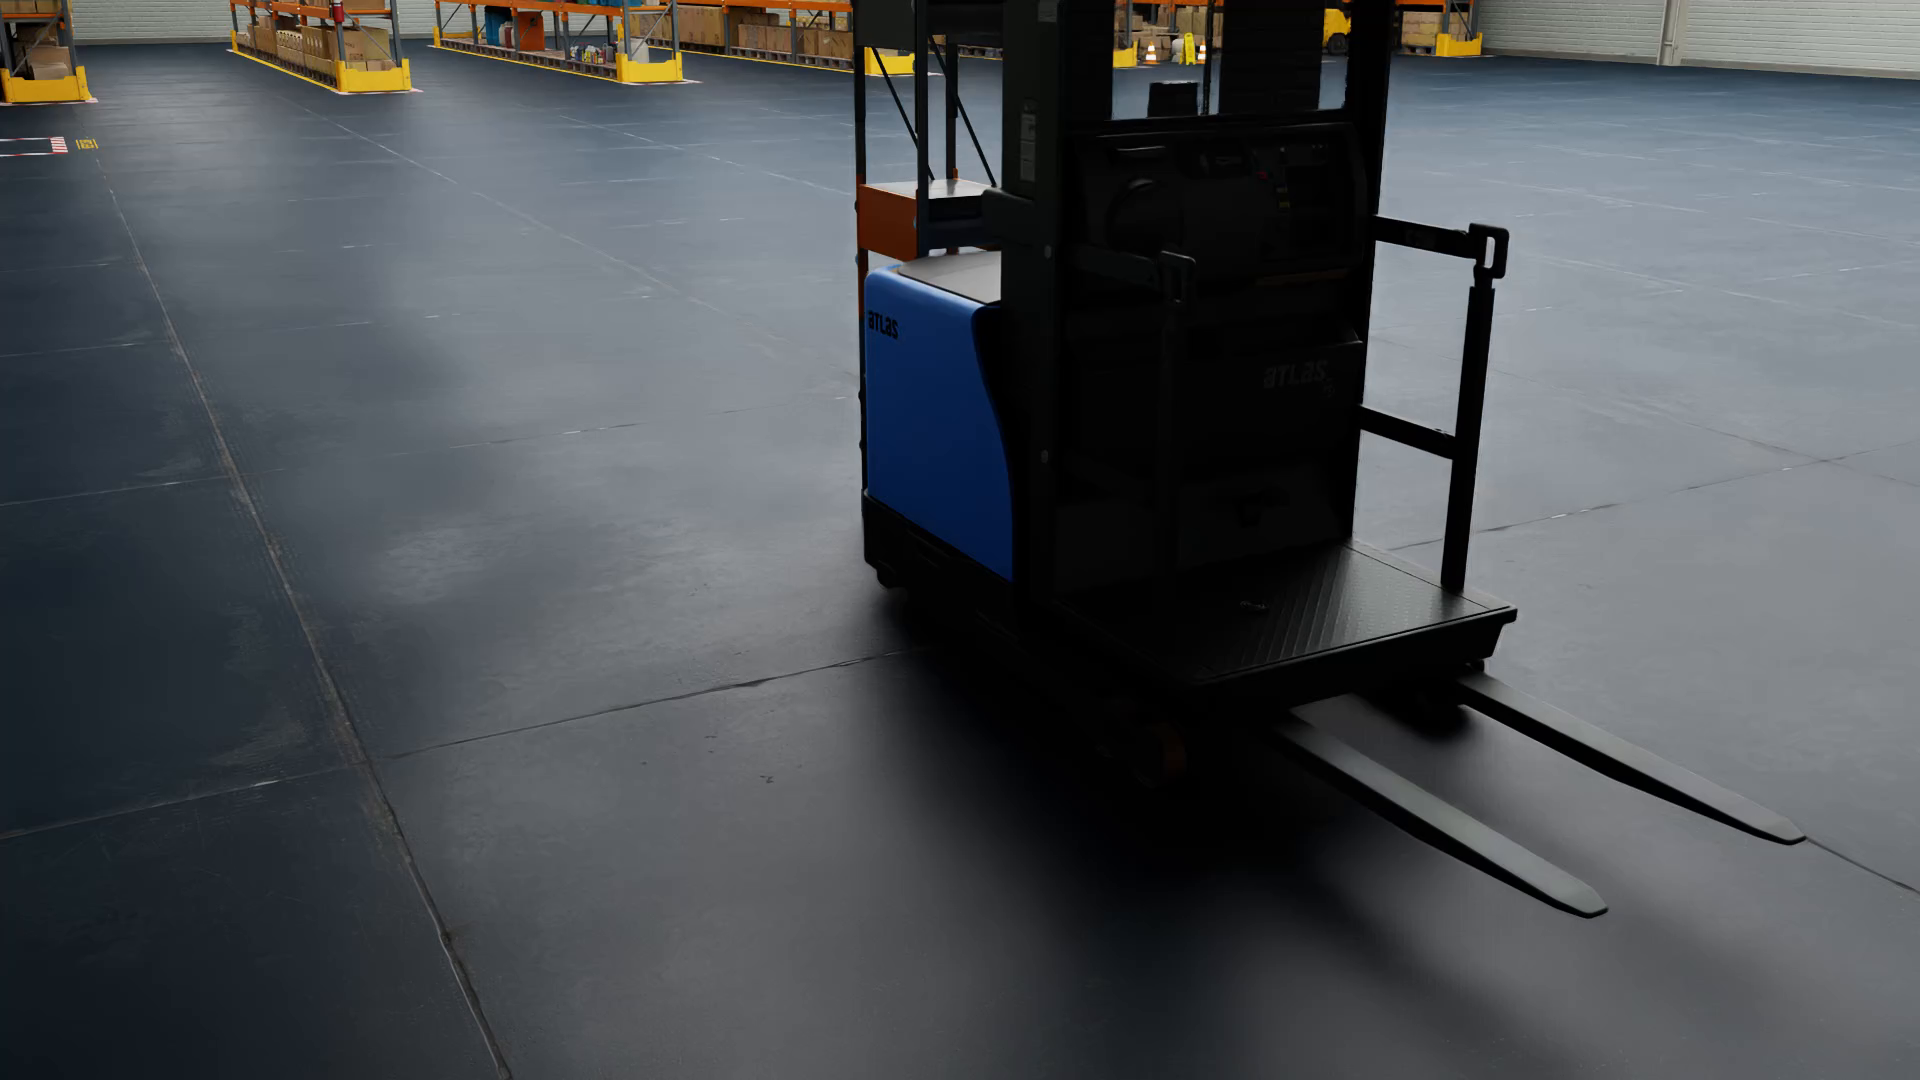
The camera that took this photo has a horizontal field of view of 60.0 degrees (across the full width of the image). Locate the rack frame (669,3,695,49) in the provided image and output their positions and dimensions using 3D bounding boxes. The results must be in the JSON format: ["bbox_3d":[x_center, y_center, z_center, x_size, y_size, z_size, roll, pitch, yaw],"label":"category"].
[{"bbox_3d":[-6.970,-14.074,42.320,1.000,3.000,0.127,-10,21,-27],"label":"rack frame"}]

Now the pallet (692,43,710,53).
[{"bbox_3d":[-5.954,-12.195,41.150,1.003,0.211,1.213,-10,21,-27],"label":"pallet"}]

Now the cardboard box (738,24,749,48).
[{"bbox_3d":[-4.735,-11.763,38.780,0.700,0.500,0.500,-11,22,-30],"label":"cardboard box"}]

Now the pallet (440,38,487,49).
[{"bbox_3d":[-12.871,-12.894,43.176,1.003,0.211,1.213,-10,21,-27],"label":"pallet"}]

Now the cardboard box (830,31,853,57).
[{"bbox_3d":[-2.374,-10.344,34.699,0.500,0.500,0.500,-12,22,-31],"label":"cardboard box"}]

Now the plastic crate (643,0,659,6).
[{"bbox_3d":[-5.772,-10.044,31.045,0.298,0.136,0.250,-10,21,-27],"label":"plastic crate"}]

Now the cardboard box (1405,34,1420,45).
[{"bbox_3d":[11.087,-12.063,40.064,0.500,0.250,0.500,-10,21,-27],"label":"cardboard box"}]

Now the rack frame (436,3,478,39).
[{"bbox_3d":[-13.228,-14.455,43.424,1.000,3.000,0.127,-10,21,-27],"label":"rack frame"}]

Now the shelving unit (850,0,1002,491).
[{"bbox_3d":[-0.079,-1.040,5.927,0.431,2.100,0.503,-10,21,-27],"label":"shelving unit"}]

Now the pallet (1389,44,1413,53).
[{"bbox_3d":[10.841,-12.179,41.102,1.003,0.211,1.213,-10,21,-27],"label":"pallet"}]

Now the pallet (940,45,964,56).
[{"bbox_3d":[0.226,-11.759,39.886,1.003,0.211,1.213,-10,21,-27],"label":"pallet"}]

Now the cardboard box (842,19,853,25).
[{"bbox_3d":[-2.955,-14.007,44.941,0.380,0.149,0.250,-9,21,-25],"label":"cardboard box"}]

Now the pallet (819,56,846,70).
[{"bbox_3d":[-2.238,-9.921,34.560,1.003,0.211,1.213,-10,21,-27],"label":"pallet"}]

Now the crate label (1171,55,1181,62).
[{"bbox_3d":[4.867,-10.681,36.876,0.298,0.136,0.250,11,22,30],"label":"crate label"}]

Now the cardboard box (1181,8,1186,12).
[{"bbox_3d":[6.614,-15.265,47.965,0.380,0.149,0.250,-10,21,-27],"label":"cardboard box"}]

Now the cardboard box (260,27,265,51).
[{"bbox_3d":[-15.181,-11.095,36.843,0.500,0.500,0.500,-10,21,-26],"label":"cardboard box"}]

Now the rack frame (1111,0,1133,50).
[{"bbox_3d":[3.142,-11.369,34.479,1.000,3.000,0.127,-10,21,-27],"label":"rack frame"}]

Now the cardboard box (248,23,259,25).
[{"bbox_3d":[-16.586,-12.107,39.772,0.797,0.503,0.637,-10,21,-27],"label":"cardboard box"}]

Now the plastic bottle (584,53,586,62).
[{"bbox_3d":[-7.308,-9.461,32.565,0.097,0.201,0.097,0,19,0],"label":"plastic bottle"}]

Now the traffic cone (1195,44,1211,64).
[{"bbox_3d":[5.295,-10.619,36.197,0.336,0.463,0.334,-10,21,-27],"label":"traffic cone"}]

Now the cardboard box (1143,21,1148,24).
[{"bbox_3d":[5.426,-15.502,50.006,0.396,0.266,0.258,-9,21,-25],"label":"cardboard box"}]

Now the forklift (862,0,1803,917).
[{"bbox_3d":[0.811,-0.918,4.298,1.130,2.935,3.031,-10,21,-27],"label":"forklift"}]

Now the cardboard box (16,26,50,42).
[{"bbox_3d":[-16.825,-9.191,30.177,0.500,0.250,0.500,-10,22,-28],"label":"cardboard box"}]

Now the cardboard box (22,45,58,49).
[{"bbox_3d":[-15.721,-8.210,28.485,0.500,0.500,0.500,-12,22,-31],"label":"cardboard box"}]

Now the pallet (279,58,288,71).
[{"bbox_3d":[-13.434,-9.832,34.301,1.003,0.211,1.213,-10,21,-27],"label":"pallet"}]

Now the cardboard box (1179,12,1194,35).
[{"bbox_3d":[5.593,-12.355,39.759,0.500,0.500,0.500,-9,21,-24],"label":"cardboard box"}]

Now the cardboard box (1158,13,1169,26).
[{"bbox_3d":[6.150,-15.222,48.835,0.500,0.500,0.500,-9,21,-24],"label":"cardboard box"}]

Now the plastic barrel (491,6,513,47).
[{"bbox_3d":[-10.749,-12.151,39.321,0.600,0.901,0.708,-10,21,-27],"label":"plastic barrel"}]

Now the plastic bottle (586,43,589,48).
[{"bbox_3d":[-7.385,-9.693,33.008,0.144,0.351,0.185,-10,21,-27],"label":"plastic bottle"}]

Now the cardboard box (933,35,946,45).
[{"bbox_3d":[-0.029,-12.361,40.160,1.050,0.750,0.750,-10,21,-26],"label":"cardboard box"}]

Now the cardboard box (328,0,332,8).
[{"bbox_3d":[-10.686,-9.573,29.121,0.700,0.500,0.500,-10,21,-26],"label":"cardboard box"}]

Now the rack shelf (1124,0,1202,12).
[{"bbox_3d":[4.601,-13.547,41.894,1.077,0.370,4.000,-10,21,-27],"label":"rack shelf"}]

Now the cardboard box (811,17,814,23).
[{"bbox_3d":[-3.949,-14.599,46.655,0.380,0.149,0.250,-9,21,-25],"label":"cardboard box"}]

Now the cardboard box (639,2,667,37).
[{"bbox_3d":[-8.063,-13.984,44.672,0.875,0.875,0.875,-10,21,-27],"label":"cardboard box"}]

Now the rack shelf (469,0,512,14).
[{"bbox_3d":[-10.379,-12.393,38.550,1.077,0.370,4.000,-10,21,-27],"label":"rack shelf"}]

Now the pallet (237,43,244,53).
[{"bbox_3d":[-17.174,-12.120,40.933,1.003,0.211,1.213,-10,21,-27],"label":"pallet"}]

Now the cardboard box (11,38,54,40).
[{"bbox_3d":[-17.357,-9.148,31.201,0.700,0.500,0.500,-10,21,-27],"label":"cardboard box"}]

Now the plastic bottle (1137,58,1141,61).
[{"bbox_3d":[3.909,-10.794,37.320,0.283,0.061,0.133,16,25,39],"label":"plastic bottle"}]

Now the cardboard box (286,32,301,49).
[{"bbox_3d":[-13.058,-9.917,32.984,0.500,0.311,0.500,-10,22,-27],"label":"cardboard box"}]

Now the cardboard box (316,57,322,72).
[{"bbox_3d":[-11.229,-8.532,29.829,0.500,0.250,0.500,-10,21,-27],"label":"cardboard box"}]

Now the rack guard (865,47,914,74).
[{"bbox_3d":[-1.308,-9.470,32.808,1.175,0.500,0.348,-10,21,-27],"label":"rack guard"}]

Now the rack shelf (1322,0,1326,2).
[{"bbox_3d":[8.967,-14.317,44.125,1.077,0.370,4.000,-10,21,-27],"label":"rack shelf"}]

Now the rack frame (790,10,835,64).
[{"bbox_3d":[-3.171,-11.778,35.665,1.000,3.000,0.127,-10,21,-27],"label":"rack frame"}]

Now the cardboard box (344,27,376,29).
[{"bbox_3d":[-10.760,-8.969,29.946,0.500,0.500,0.500,-10,21,-27],"label":"cardboard box"}]

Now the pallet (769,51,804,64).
[{"bbox_3d":[-3.542,-10.683,36.766,1.003,0.211,1.213,-10,21,-27],"label":"pallet"}]

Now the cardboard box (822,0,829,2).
[{"bbox_3d":[-2.610,-11.122,34.150,0.380,0.149,0.250,-10,21,-27],"label":"cardboard box"}]

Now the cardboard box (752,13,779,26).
[{"bbox_3d":[-4.465,-11.968,38.225,0.500,0.250,0.500,-7,20,-21],"label":"cardboard box"}]

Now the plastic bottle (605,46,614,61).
[{"bbox_3d":[-6.998,-9.705,33.160,0.152,0.276,0.135,-10,21,-27],"label":"plastic bottle"}]

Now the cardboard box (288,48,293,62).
[{"bbox_3d":[-13.065,-9.656,33.087,0.500,0.250,0.500,-10,21,-26],"label":"cardboard box"}]

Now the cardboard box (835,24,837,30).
[{"bbox_3d":[-3.268,-13.996,45.364,0.380,0.149,0.250,-11,22,-29],"label":"cardboard box"}]

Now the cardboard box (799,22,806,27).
[{"bbox_3d":[-4.353,-14.676,47.334,0.380,0.149,0.250,-10,21,-27],"label":"cardboard box"}]

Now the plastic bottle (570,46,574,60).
[{"bbox_3d":[-7.764,-9.769,33.353,0.097,0.271,0.097,0,19,0],"label":"plastic bottle"}]

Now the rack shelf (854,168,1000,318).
[{"bbox_3d":[-0.079,-1.027,5.931,0.431,0.518,0.480,-10,21,-27],"label":"rack shelf"}]

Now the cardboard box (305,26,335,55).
[{"bbox_3d":[-11.702,-9.174,30.540,0.500,0.500,0.500,-10,21,-27],"label":"cardboard box"}]
